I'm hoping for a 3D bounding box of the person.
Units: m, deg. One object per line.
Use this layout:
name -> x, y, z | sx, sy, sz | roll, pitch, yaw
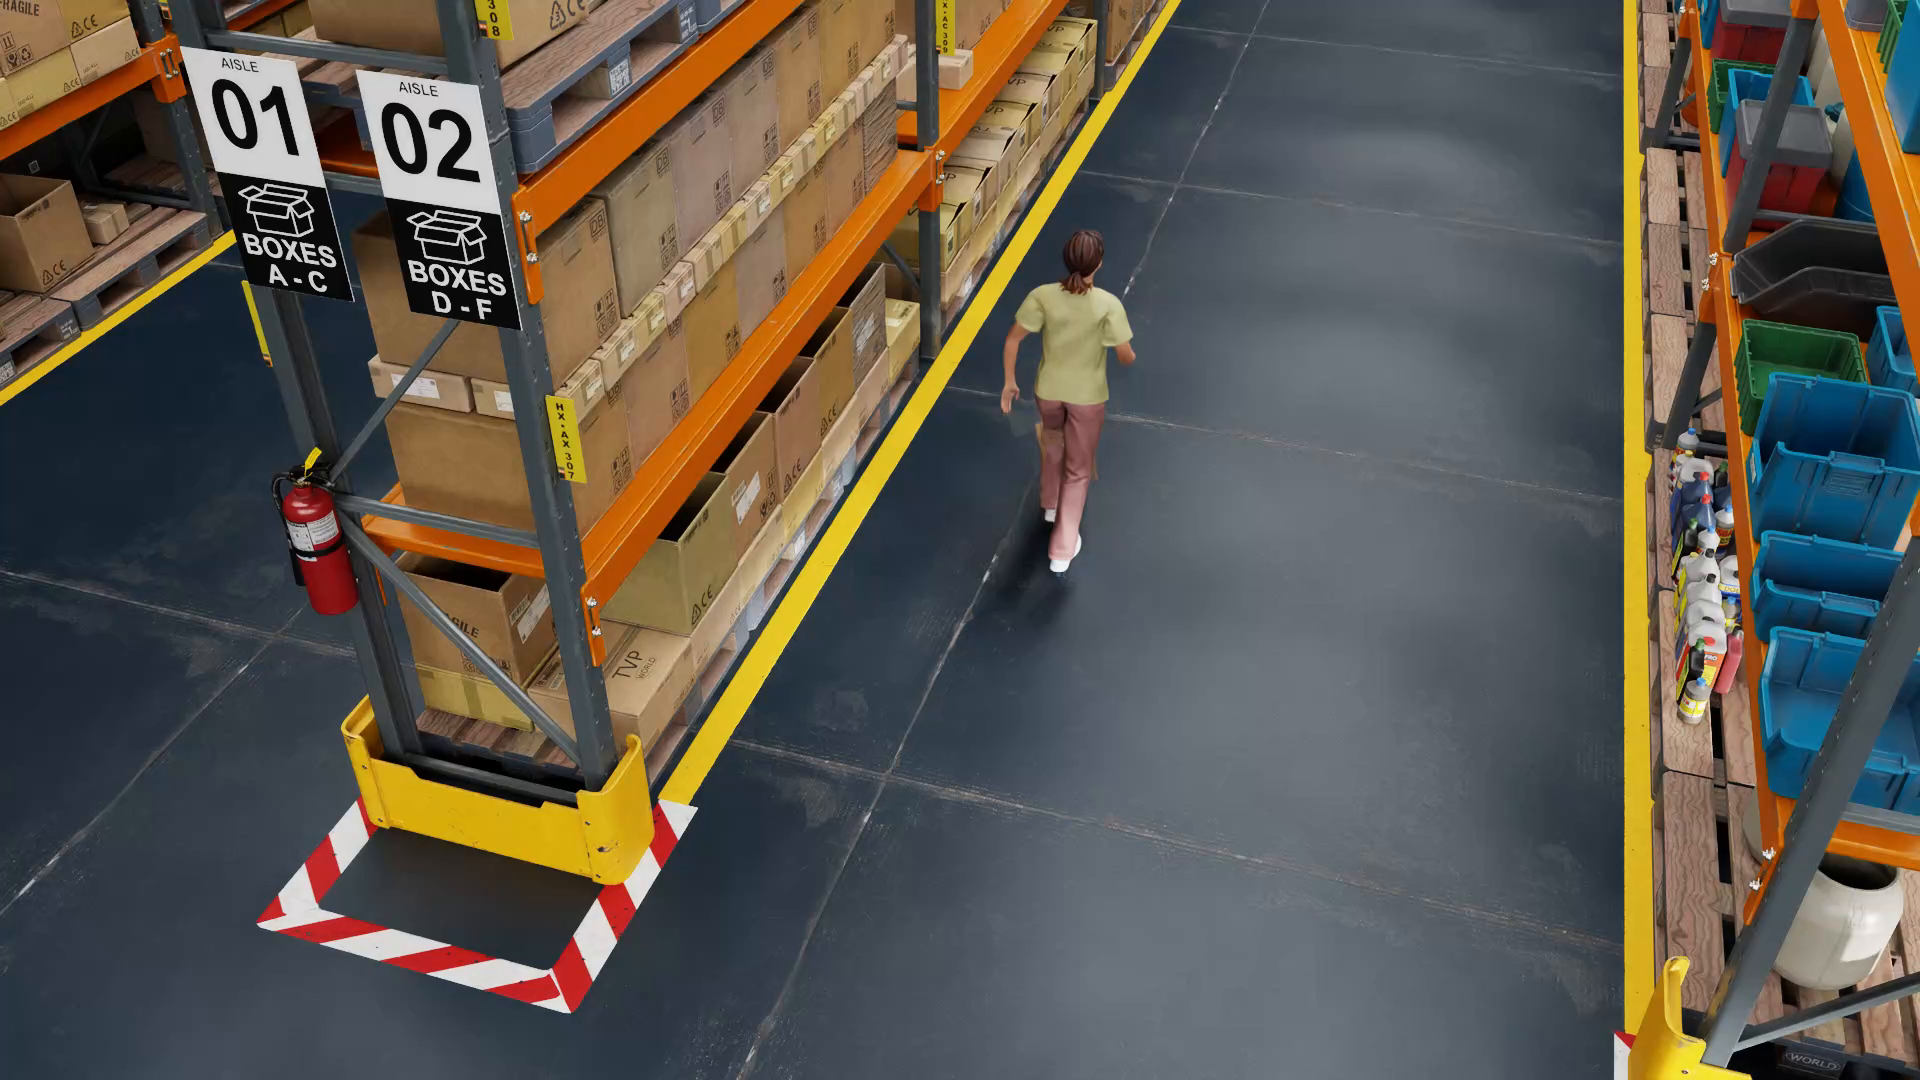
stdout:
person -> 0.518, -0.680, 7.820 | 0.595, 1.634, 0.648 | 13, 39, 17
